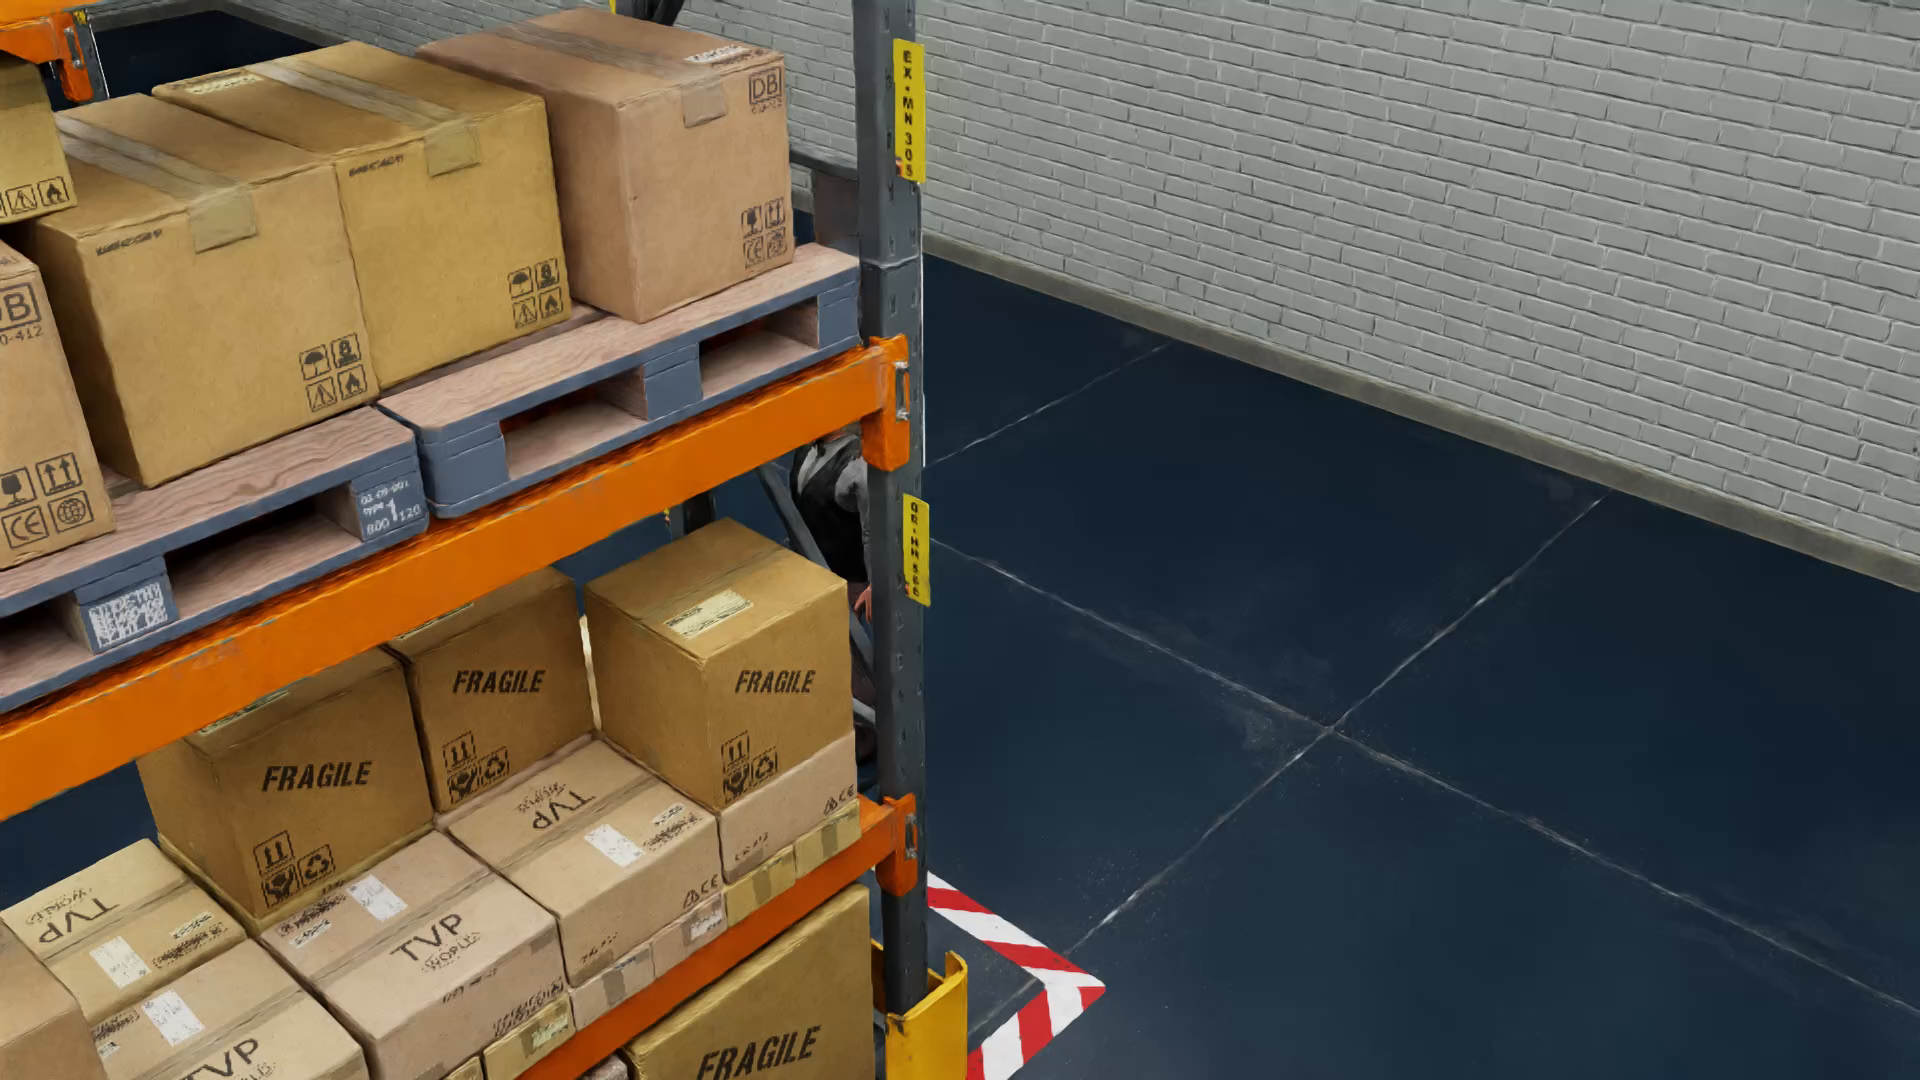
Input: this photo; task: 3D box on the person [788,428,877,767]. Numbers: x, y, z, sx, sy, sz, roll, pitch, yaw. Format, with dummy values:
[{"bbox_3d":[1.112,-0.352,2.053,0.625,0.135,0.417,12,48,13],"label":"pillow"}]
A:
[{"bbox_3d":[-0.554,0.142,6.897,0.447,1.740,0.581,-18,36,-27],"label":"person"}]
